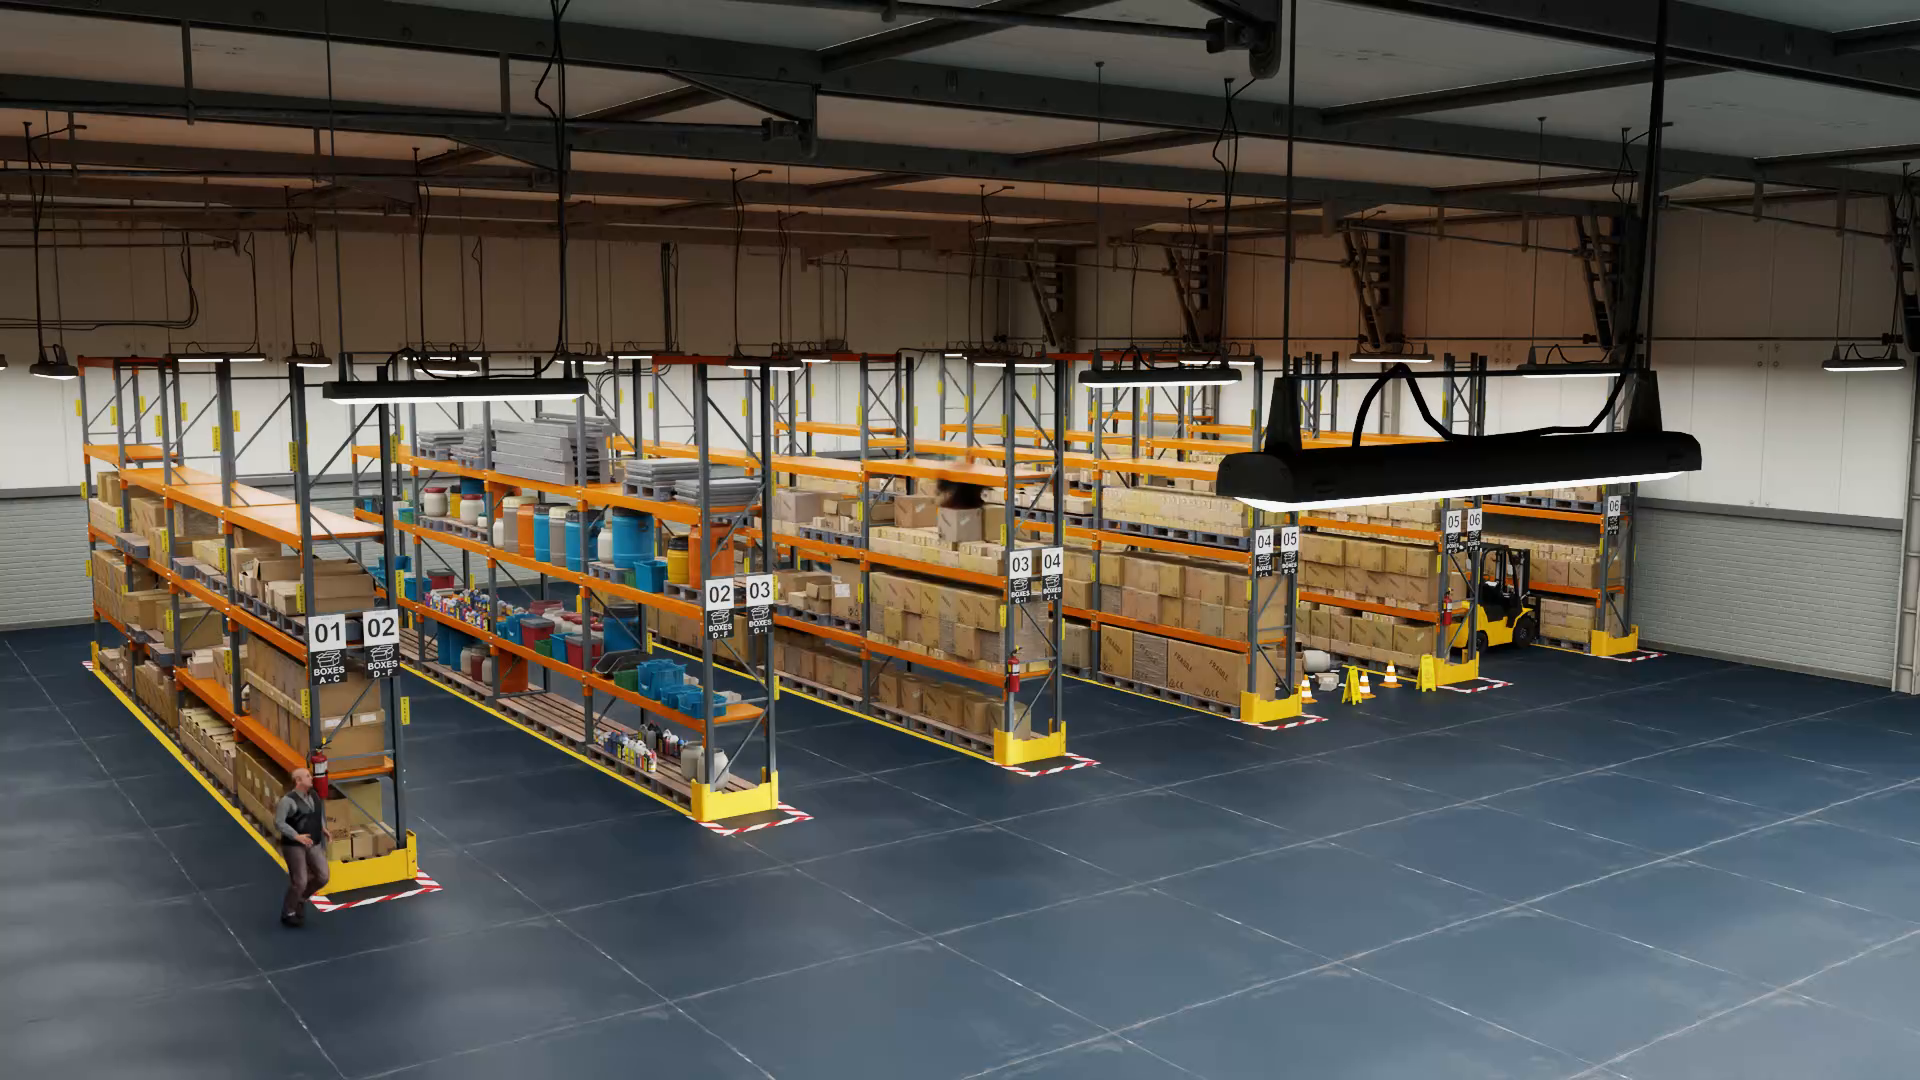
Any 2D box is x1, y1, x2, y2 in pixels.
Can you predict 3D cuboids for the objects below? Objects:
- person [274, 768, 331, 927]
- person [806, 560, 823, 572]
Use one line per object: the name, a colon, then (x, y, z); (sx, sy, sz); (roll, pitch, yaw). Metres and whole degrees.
person: (-7.090, 3.318, 18.072); (0.517, 1.673, 0.727); (3, 8, 23)
person: (-3.714, 0.346, 42.522); (0.686, 1.658, 0.683); (-4, 8, -31)
